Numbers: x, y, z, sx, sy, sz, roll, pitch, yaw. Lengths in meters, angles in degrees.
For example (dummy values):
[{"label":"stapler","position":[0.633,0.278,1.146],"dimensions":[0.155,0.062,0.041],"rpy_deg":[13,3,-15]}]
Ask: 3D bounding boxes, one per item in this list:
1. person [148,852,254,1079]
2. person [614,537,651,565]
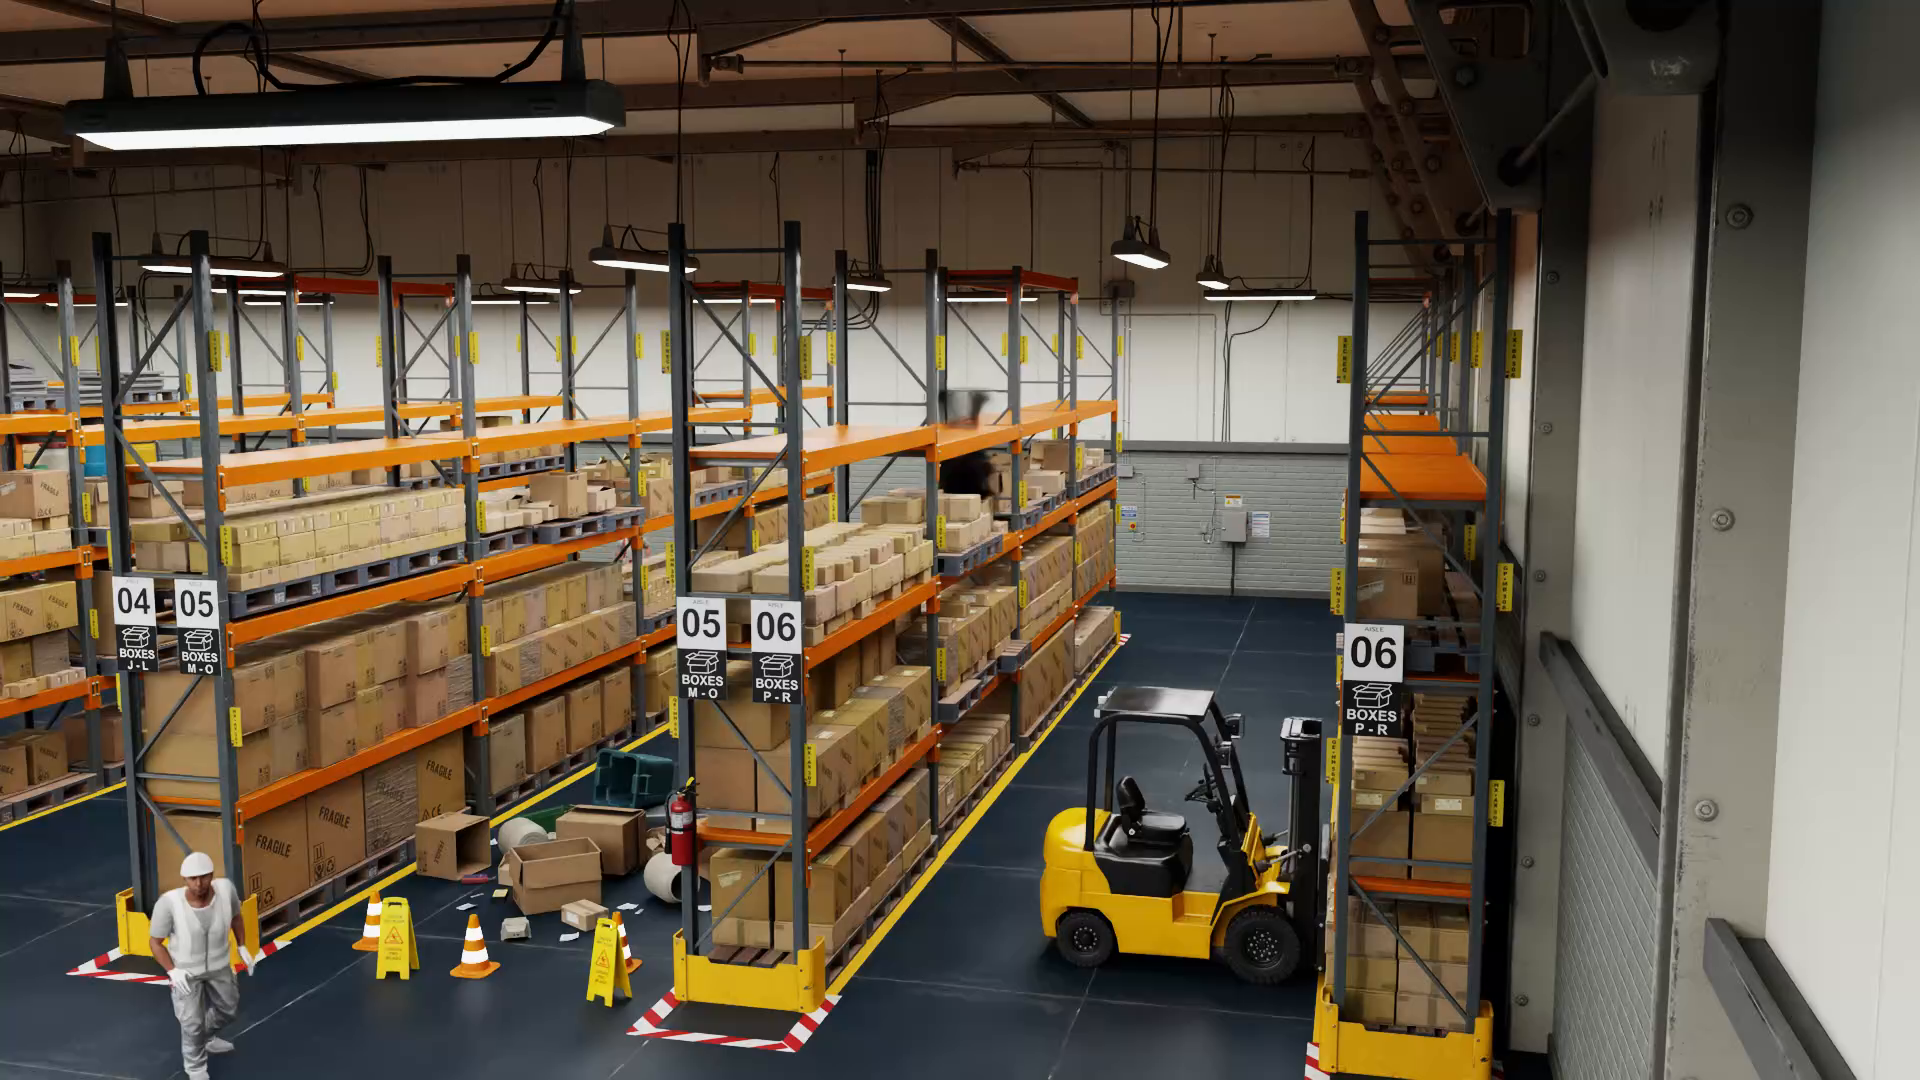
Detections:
[{"label":"person","position":[-5.274,2.931,11.475],"dimensions":[0.785,1.716,0.653],"rpy_deg":[7,10,43]},{"label":"person","position":[-6.050,0.547,30.764],"dimensions":[0.662,1.789,0.741],"rpy_deg":[0,7,-4]}]
